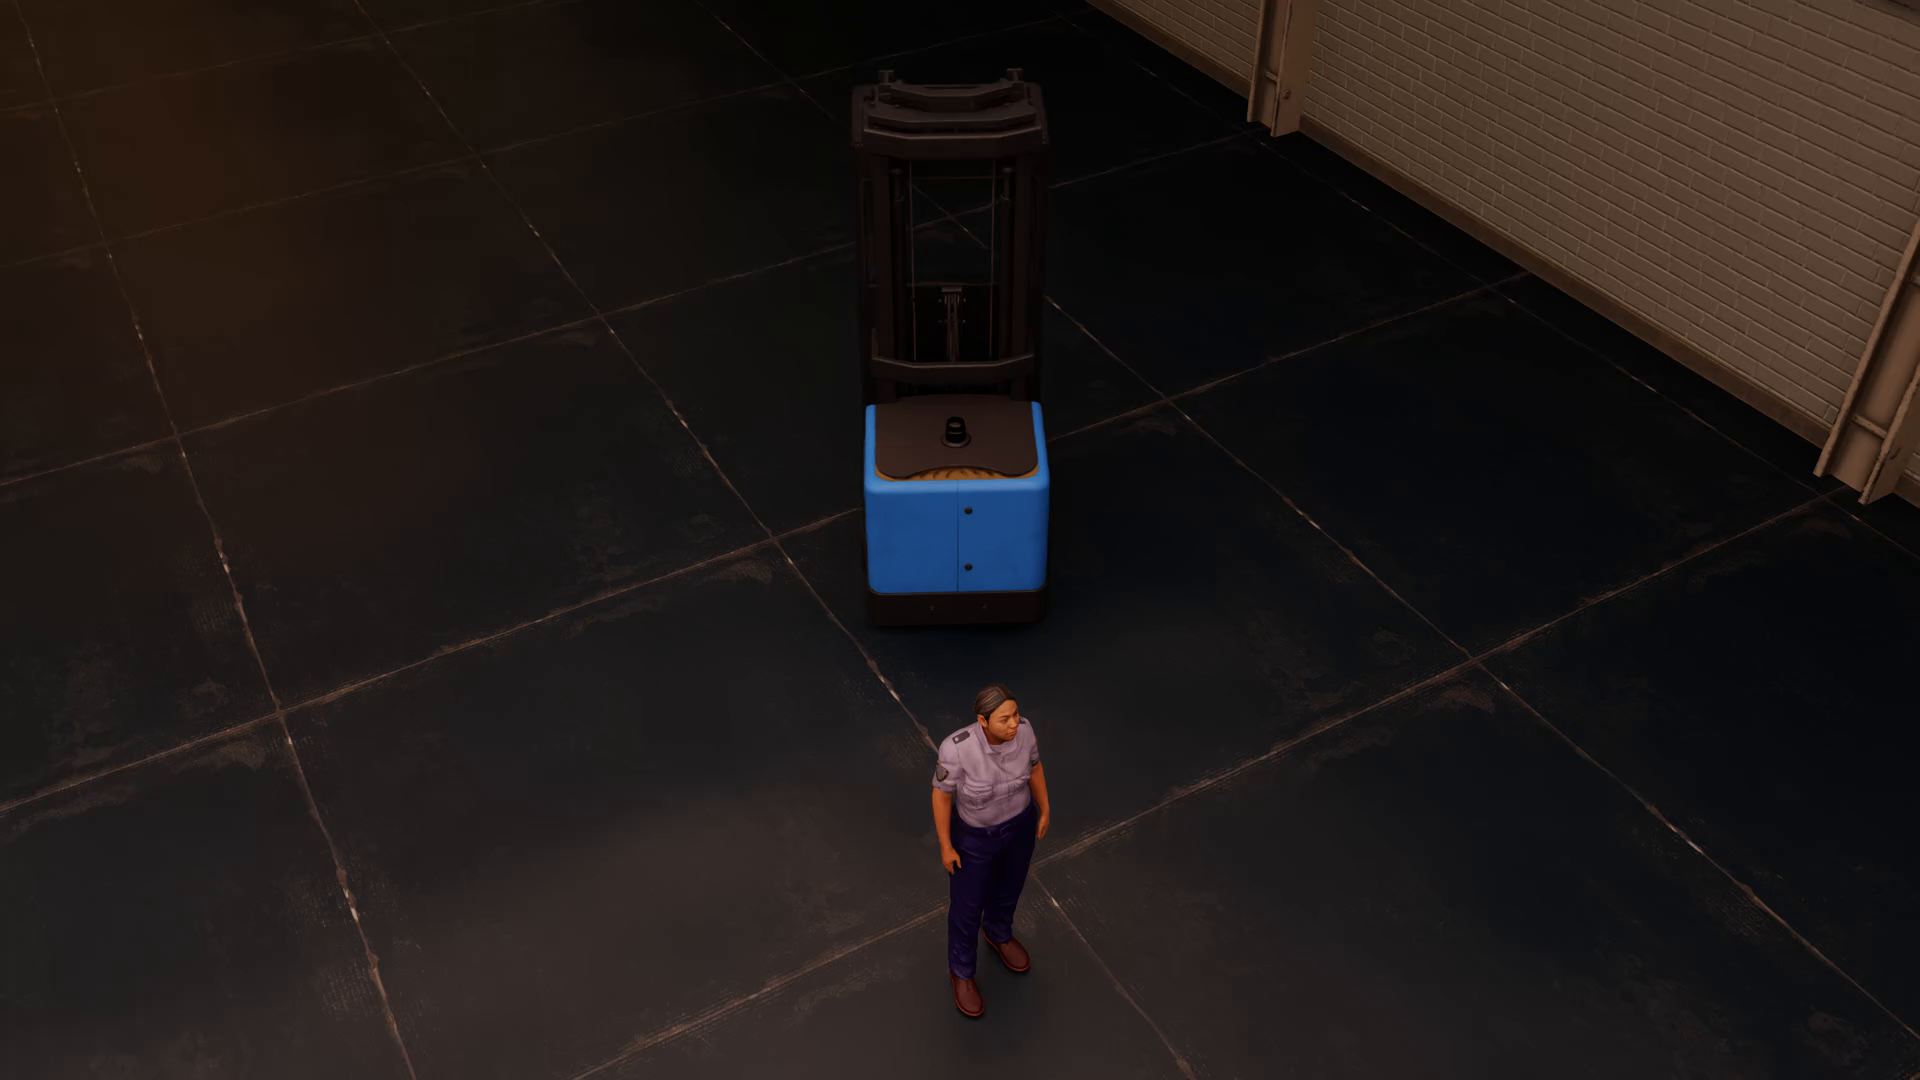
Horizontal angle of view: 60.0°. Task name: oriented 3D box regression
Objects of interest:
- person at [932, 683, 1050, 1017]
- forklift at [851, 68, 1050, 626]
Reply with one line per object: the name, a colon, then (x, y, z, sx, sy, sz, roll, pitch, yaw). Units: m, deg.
person: (0.173, 1.354, 7.398, 0.599, 1.650, 0.502, -20, 44, -22)
forklift: (-0.064, -1.551, 9.906, 1.130, 2.935, 3.031, -1, 40, -2)
